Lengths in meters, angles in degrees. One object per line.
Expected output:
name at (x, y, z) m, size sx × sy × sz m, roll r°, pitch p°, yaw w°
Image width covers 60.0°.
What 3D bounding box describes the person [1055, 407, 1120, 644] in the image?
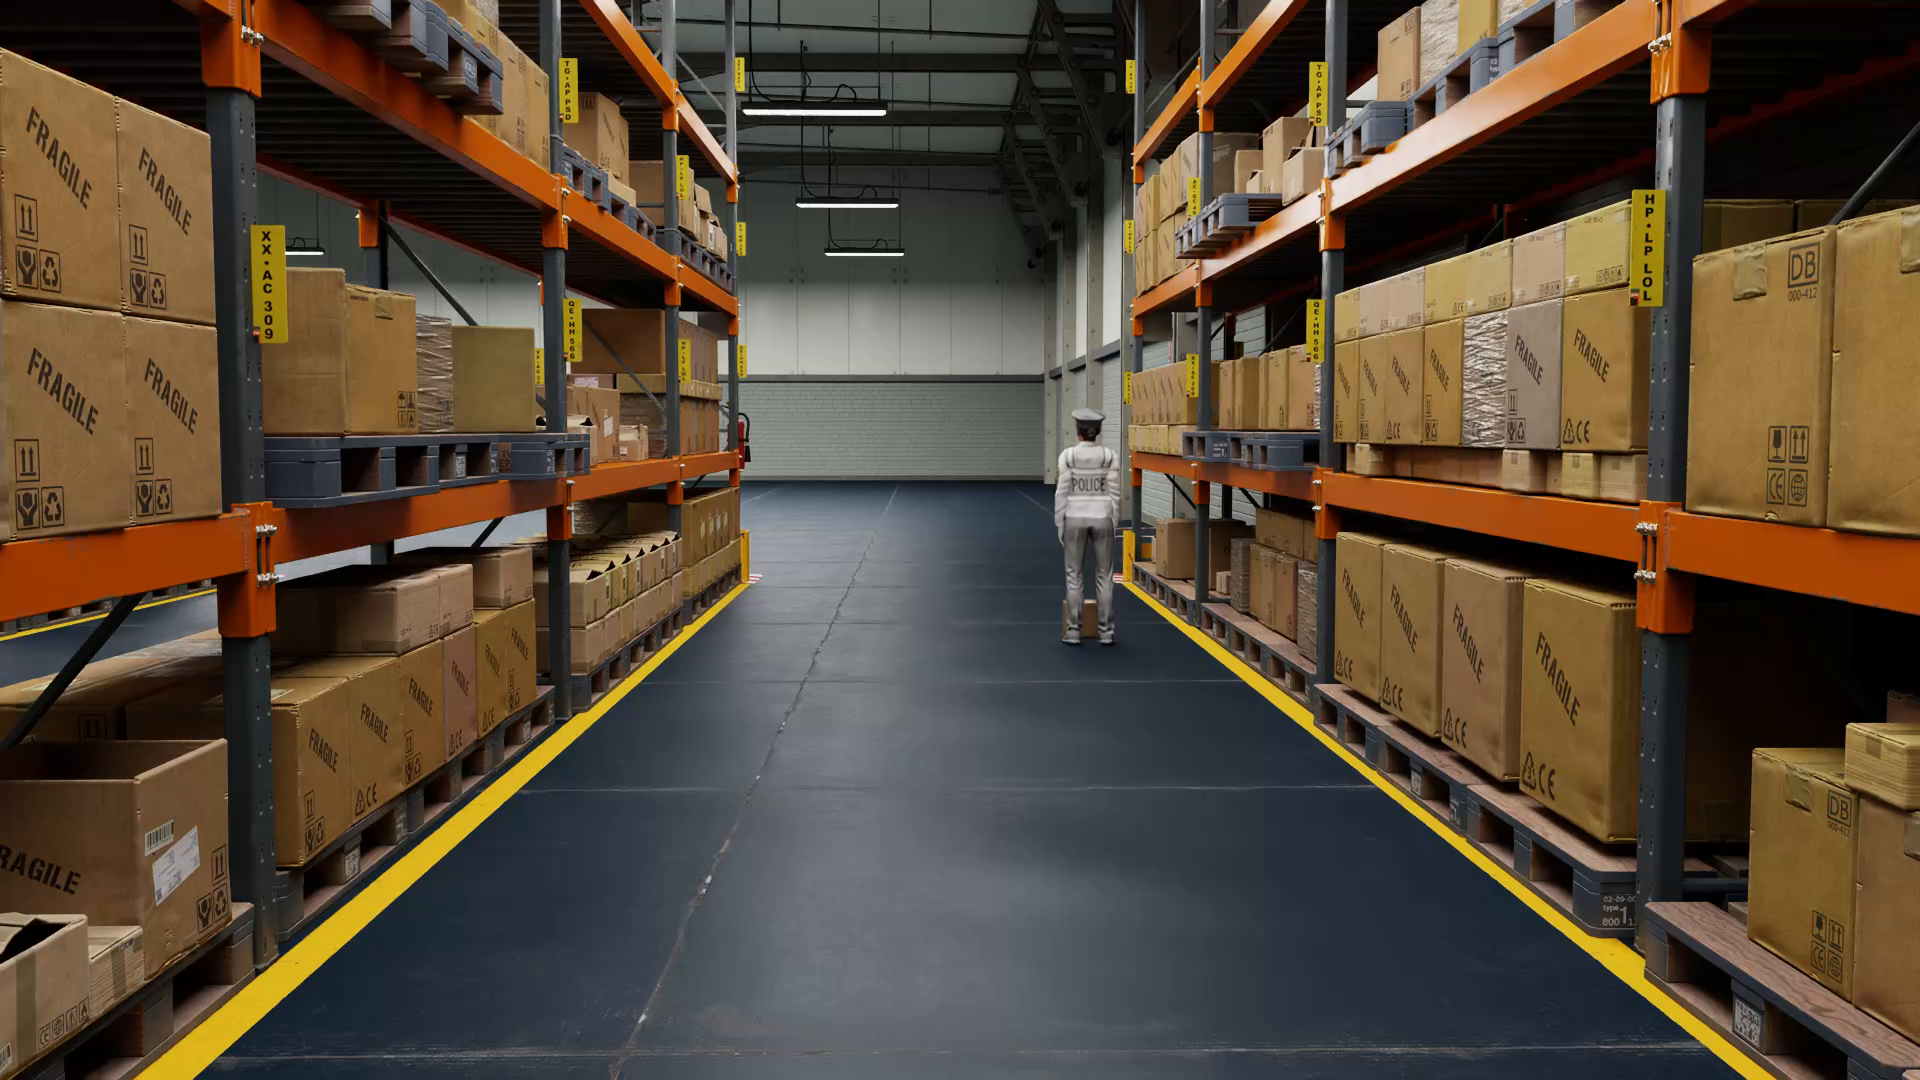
person at (0.904, -0.098, 11.840) m, size 0.465 × 1.689 × 0.344 m, roll 0°, pitch 4°, yaw 0°
